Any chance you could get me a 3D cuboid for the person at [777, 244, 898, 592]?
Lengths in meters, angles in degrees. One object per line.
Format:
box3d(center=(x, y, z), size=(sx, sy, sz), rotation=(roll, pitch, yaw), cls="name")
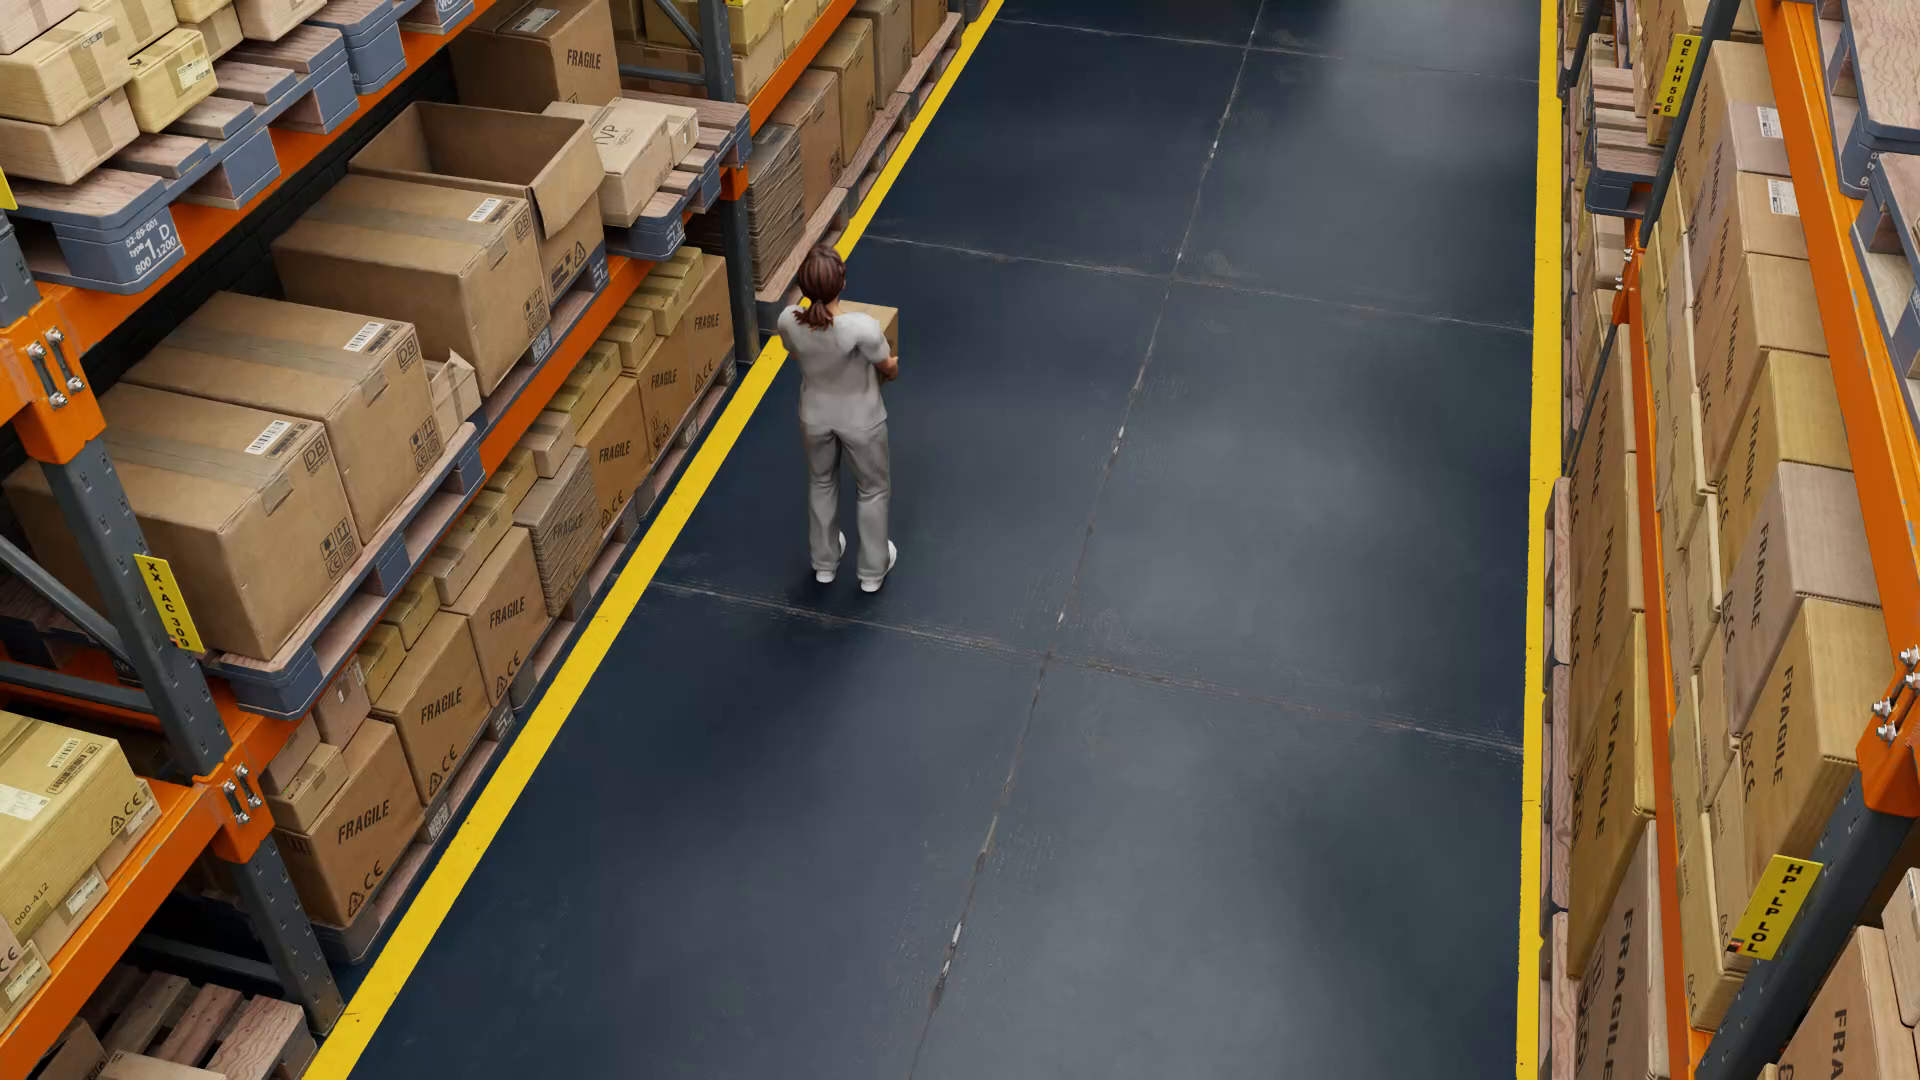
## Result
box3d(center=(-0.468, -0.531, 6.775), size=(0.438, 1.662, 0.560), rotation=(10, 42, 11), cls="person")
